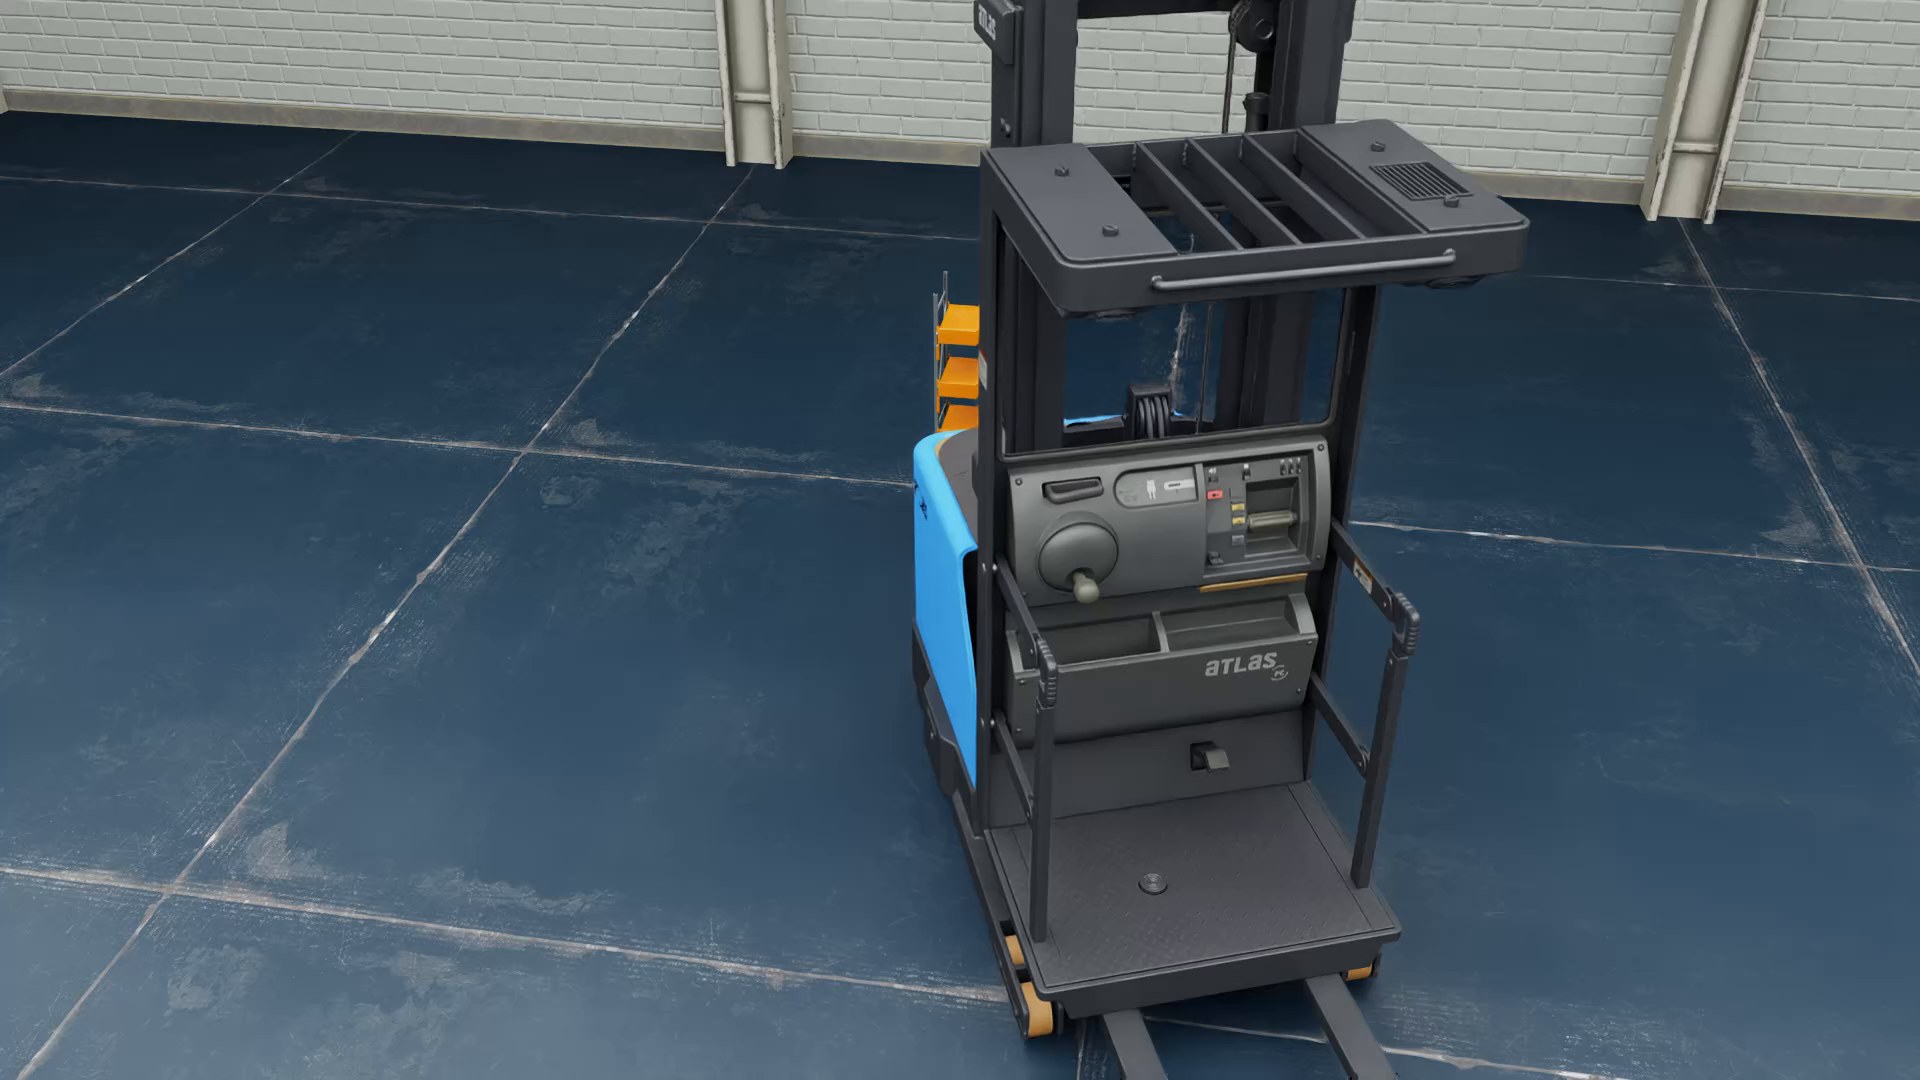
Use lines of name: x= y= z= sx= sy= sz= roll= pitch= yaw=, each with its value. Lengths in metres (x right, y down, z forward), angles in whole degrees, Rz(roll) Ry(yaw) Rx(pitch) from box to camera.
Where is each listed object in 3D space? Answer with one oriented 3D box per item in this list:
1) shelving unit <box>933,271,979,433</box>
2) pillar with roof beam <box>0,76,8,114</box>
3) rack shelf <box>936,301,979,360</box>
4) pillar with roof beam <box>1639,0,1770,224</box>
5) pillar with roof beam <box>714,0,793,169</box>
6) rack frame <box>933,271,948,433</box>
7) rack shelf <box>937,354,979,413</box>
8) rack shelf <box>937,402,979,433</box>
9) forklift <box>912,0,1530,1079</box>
shelving unit: x=0.163 y=-0.494 z=6.908 sx=0.503 sy=1.200 sz=0.258 roll=5 pitch=32 yaw=8
pillar with roof beam: x=-8.008 y=-4.710 z=6.293 sx=0.400 sy=9.000 sz=9.100 roll=5 pitch=32 yaw=8
rack shelf: x=0.163 y=-0.827 z=6.700 sx=0.480 sy=0.148 sz=0.258 roll=5 pitch=32 yaw=8
pillar with roof beam: x=3.821 y=-3.639 z=4.582 sx=0.400 sy=9.000 sz=9.100 roll=5 pitch=32 yaw=8
pillar with roof beam: x=-2.093 y=-4.174 z=5.438 sx=0.400 sy=9.000 sz=9.100 roll=5 pitch=32 yaw=8
rack frame: x=-0.077 y=-0.516 z=6.943 sx=0.015 sy=1.200 sz=0.240 roll=5 pitch=32 yaw=8
rack shelf: x=0.163 y=-0.626 z=6.825 sx=0.480 sy=0.148 sz=0.258 roll=5 pitch=32 yaw=8
rack shelf: x=0.163 y=-0.437 z=6.944 sx=0.480 sy=0.148 sz=0.258 roll=5 pitch=32 yaw=8
forklift: x=0.645 y=0.001 z=4.486 sx=1.130 sy=2.935 sz=3.031 roll=-7 pitch=33 yaw=-11
